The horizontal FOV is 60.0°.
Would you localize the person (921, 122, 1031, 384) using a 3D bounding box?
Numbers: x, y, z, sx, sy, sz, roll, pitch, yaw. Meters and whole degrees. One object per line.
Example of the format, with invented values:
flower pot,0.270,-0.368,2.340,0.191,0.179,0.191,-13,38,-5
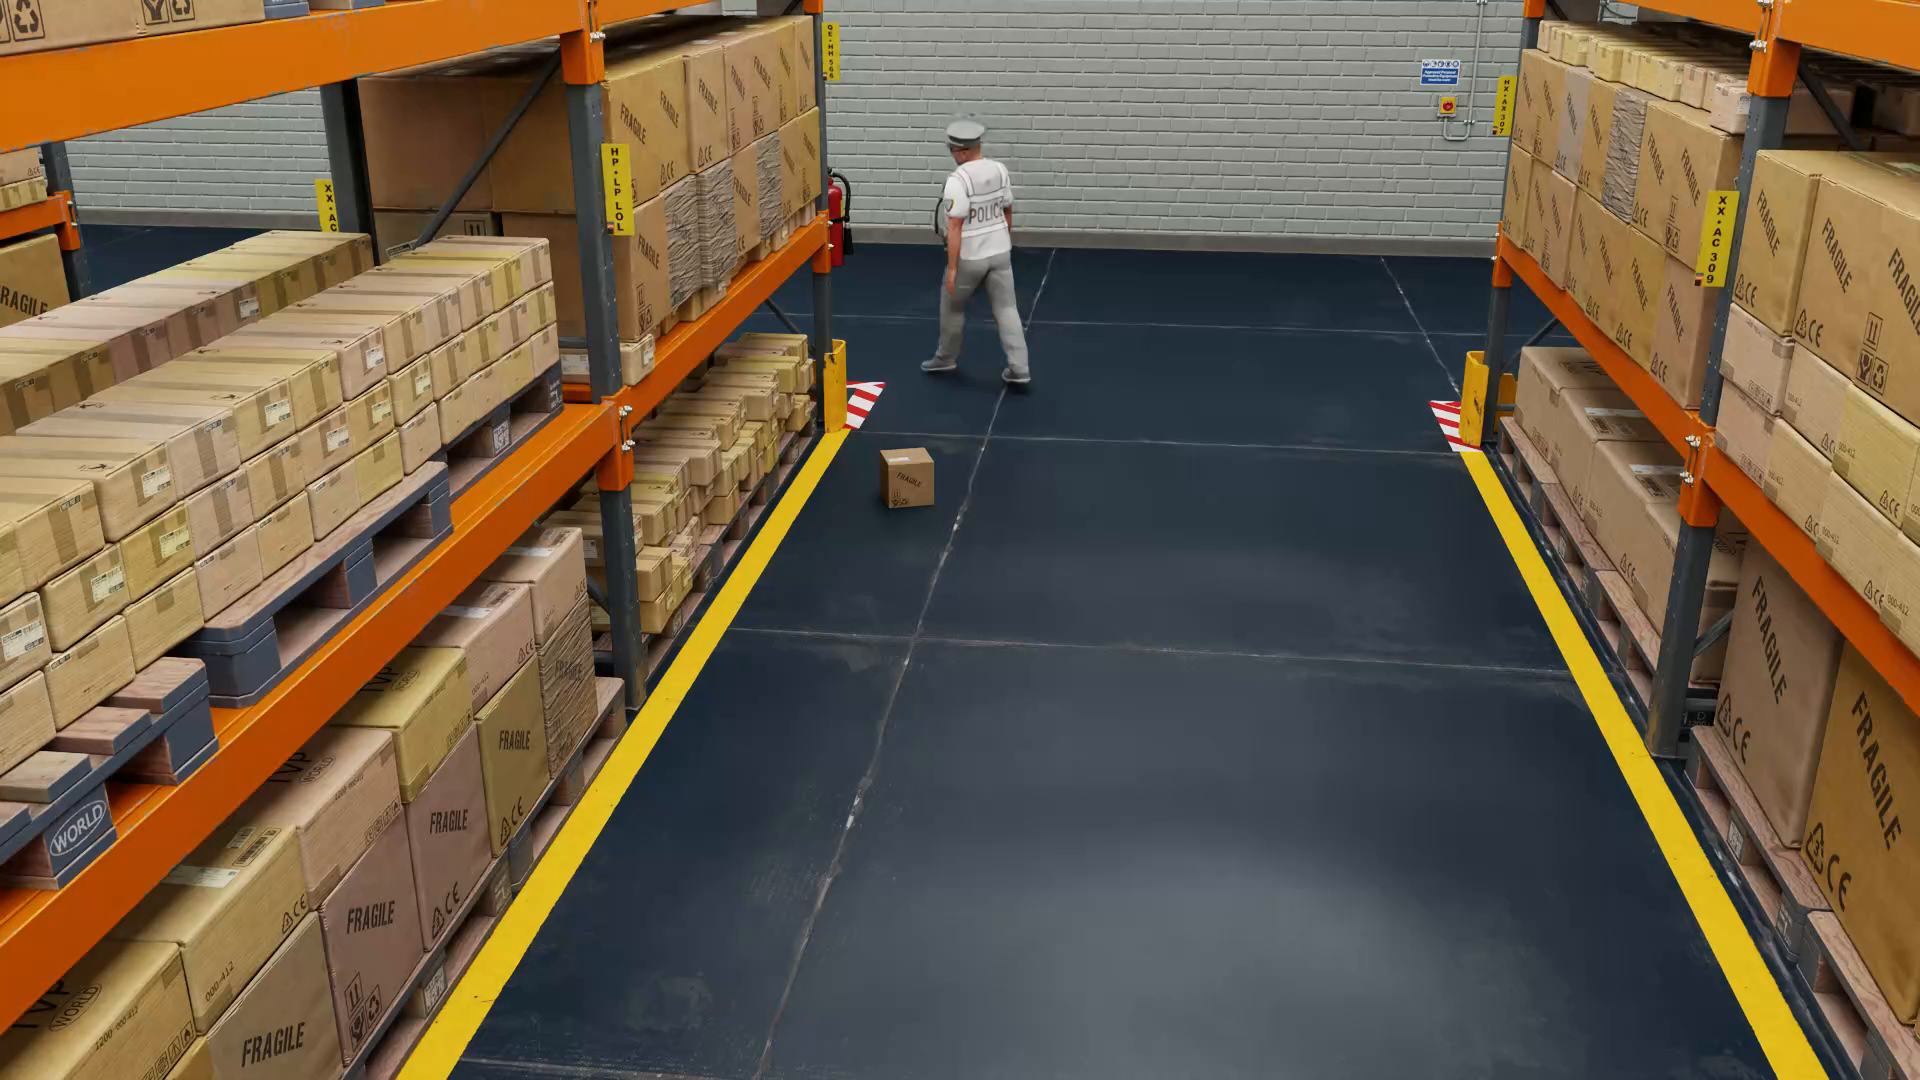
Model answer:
person,0.077,-1.889,11.006,0.648,1.729,0.952,-13,25,-30
